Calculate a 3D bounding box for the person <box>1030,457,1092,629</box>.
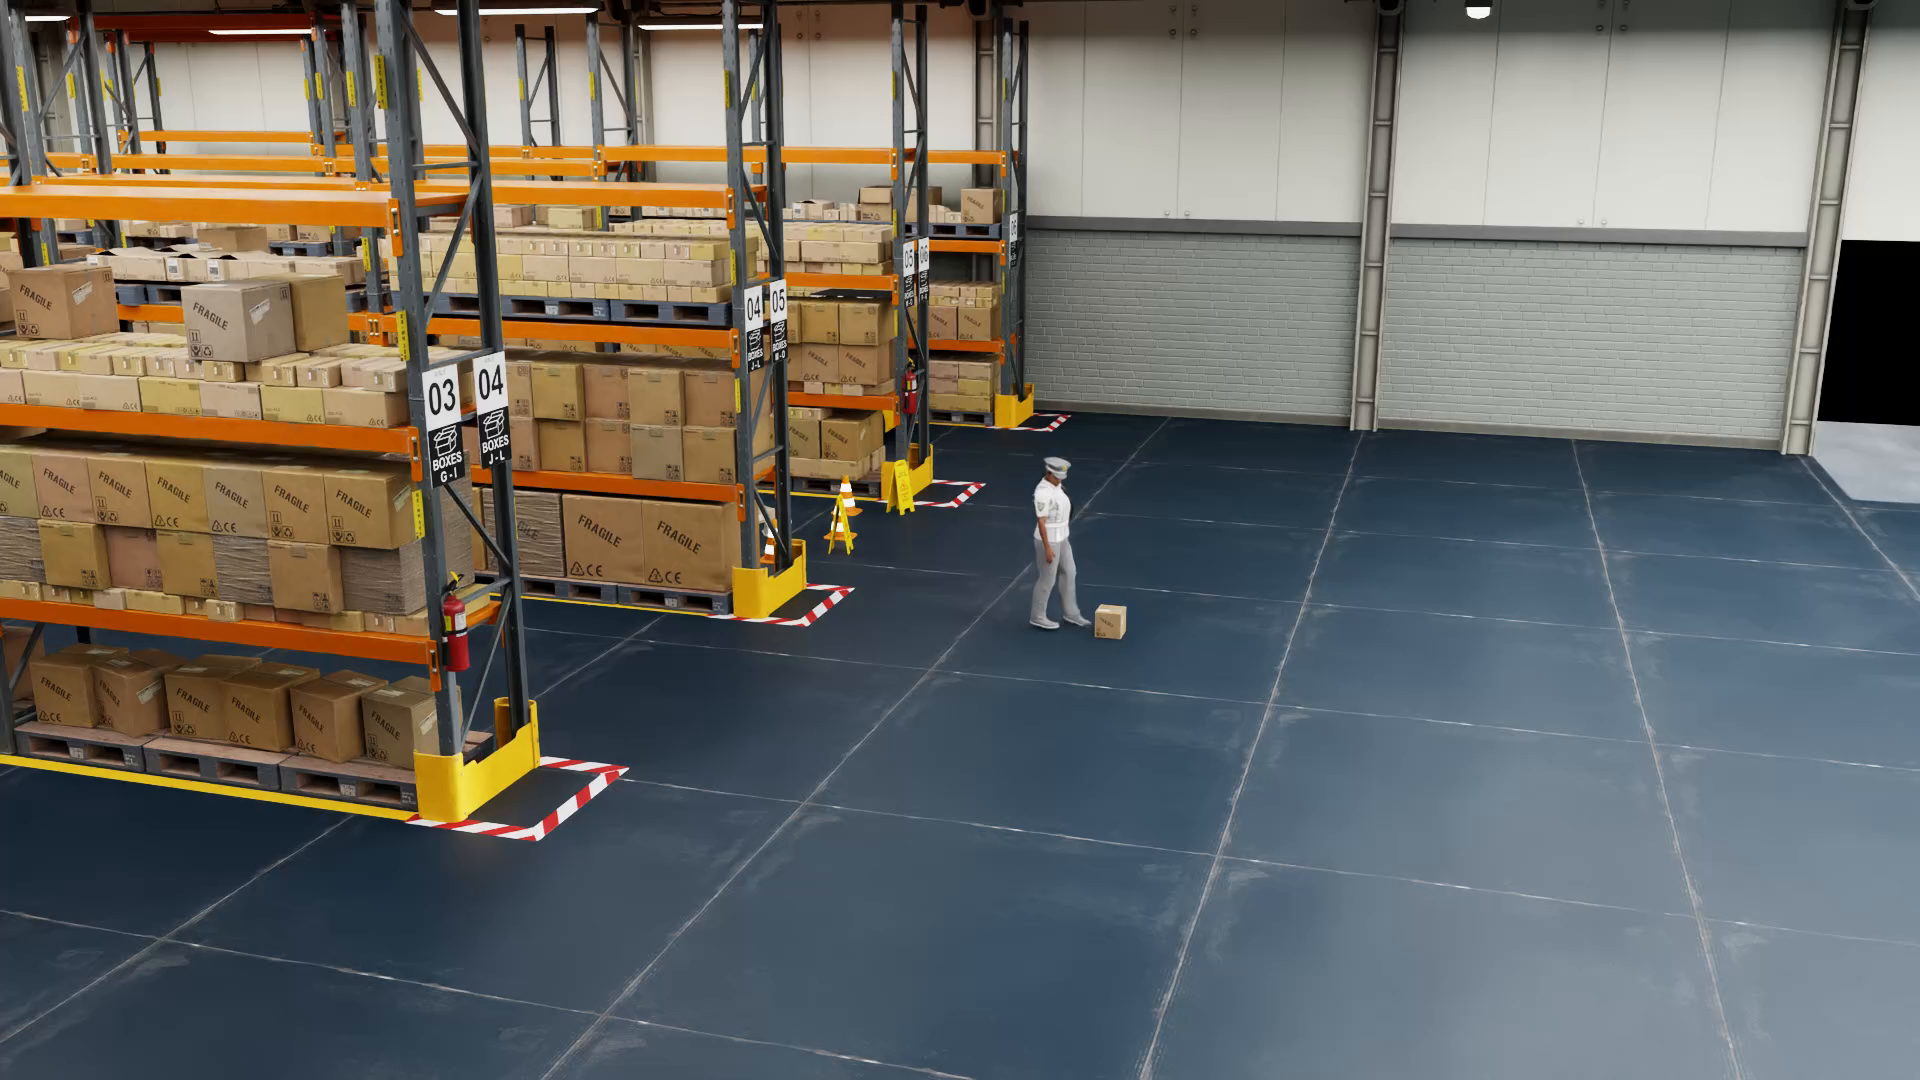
[{"bbox_3d":[0.952,0.051,15.770,0.544,1.690,0.501,6,16,21],"label":"person"}]
